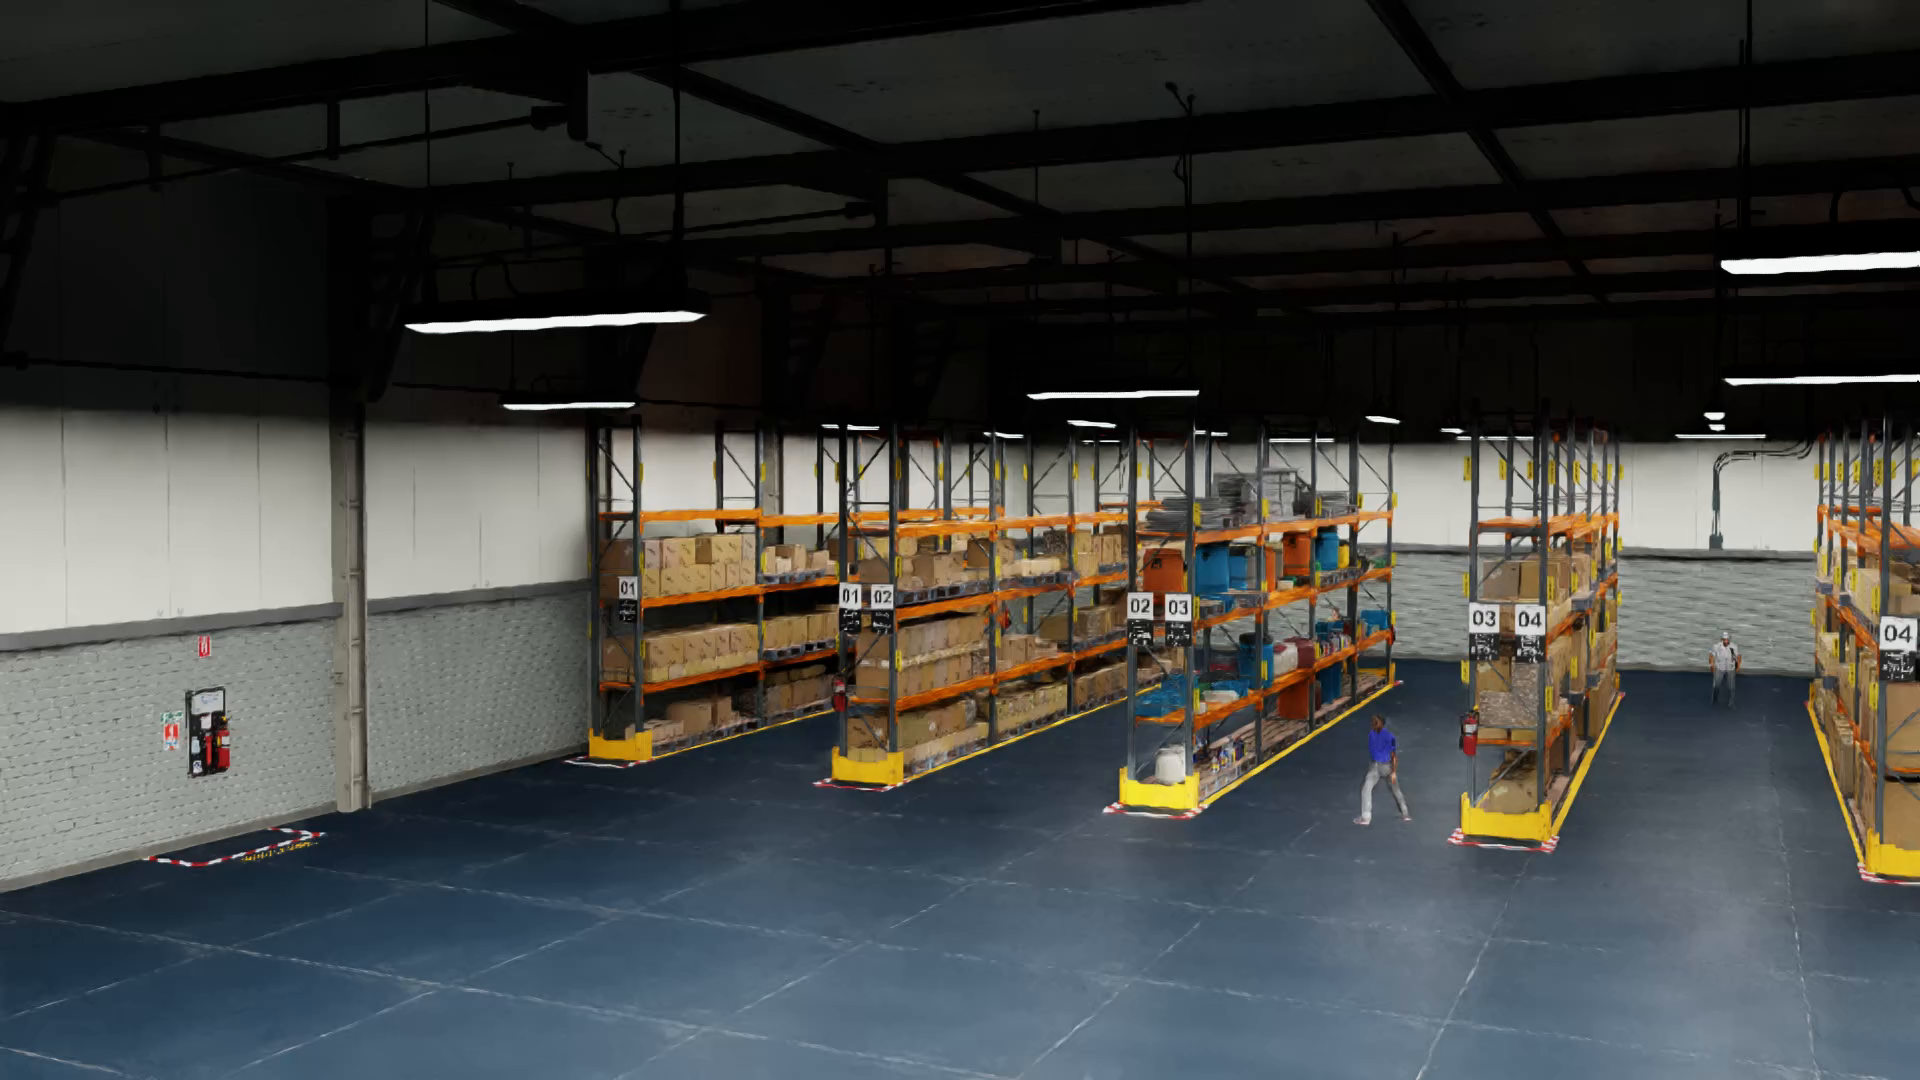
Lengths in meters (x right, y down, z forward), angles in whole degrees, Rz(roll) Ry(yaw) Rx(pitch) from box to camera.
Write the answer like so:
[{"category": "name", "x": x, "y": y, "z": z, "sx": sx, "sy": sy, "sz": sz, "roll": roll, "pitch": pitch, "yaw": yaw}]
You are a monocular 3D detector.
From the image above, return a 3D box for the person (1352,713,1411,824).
[{"category": "person", "x": 6.009, "y": 3.230, "z": 23.576, "sx": 0.941, "sy": 1.594, "sz": 0.502, "roll": -2, "pitch": 3, "yaw": -43}]

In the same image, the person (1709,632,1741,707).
[{"category": "person", "x": 16.273, "y": 2.750, "z": 35.375, "sx": 0.625, "sy": 1.611, "sz": 0.582, "roll": 1, "pitch": 3, "yaw": 22}]

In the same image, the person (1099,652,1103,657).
[{"category": "person", "x": 3.383, "y": 2.440, "z": 41.404, "sx": 0.544, "sy": 1.672, "sz": 1.111, "roll": 1, "pitch": 3, "yaw": 27}]

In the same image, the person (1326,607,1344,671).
[{"category": "person", "x": 9.441, "y": 2.485, "z": 41.727, "sx": 0.598, "sy": 1.617, "sz": 0.503, "roll": 1, "pitch": 3, "yaw": 23}]
